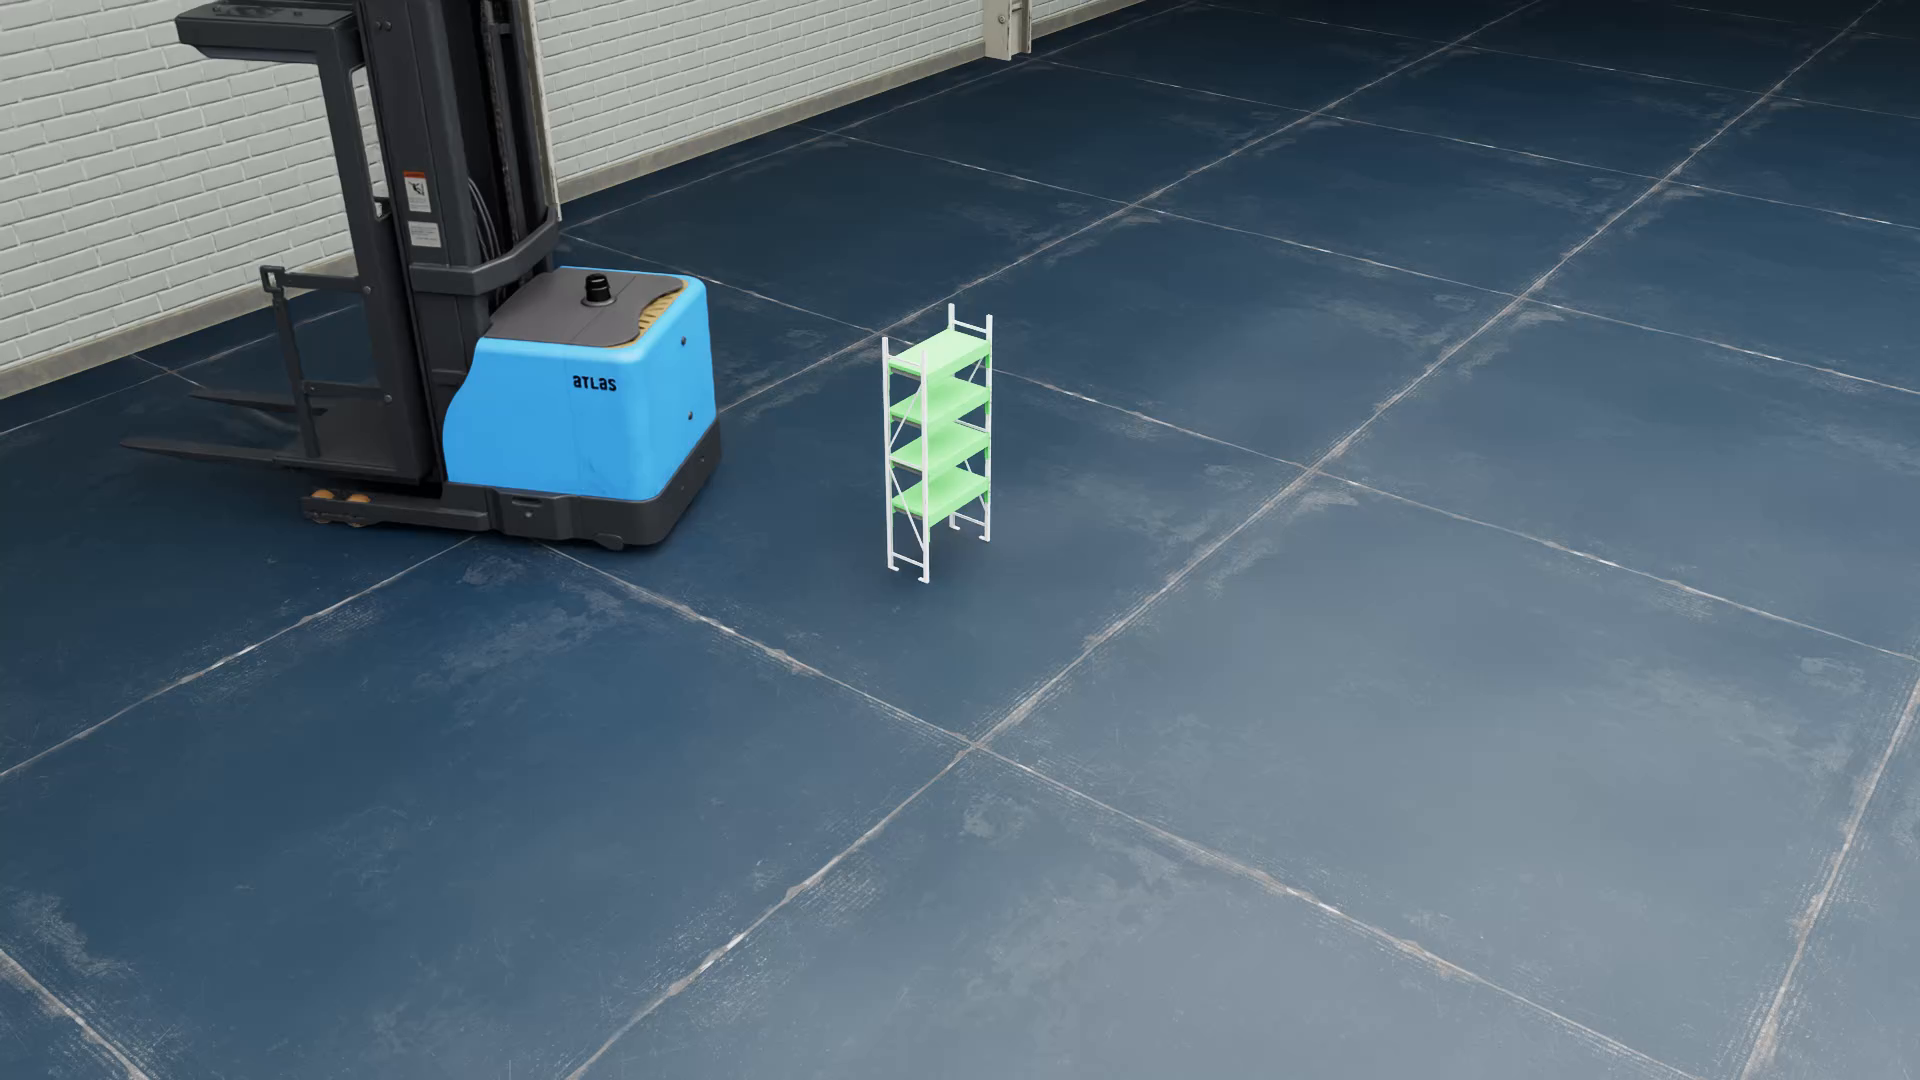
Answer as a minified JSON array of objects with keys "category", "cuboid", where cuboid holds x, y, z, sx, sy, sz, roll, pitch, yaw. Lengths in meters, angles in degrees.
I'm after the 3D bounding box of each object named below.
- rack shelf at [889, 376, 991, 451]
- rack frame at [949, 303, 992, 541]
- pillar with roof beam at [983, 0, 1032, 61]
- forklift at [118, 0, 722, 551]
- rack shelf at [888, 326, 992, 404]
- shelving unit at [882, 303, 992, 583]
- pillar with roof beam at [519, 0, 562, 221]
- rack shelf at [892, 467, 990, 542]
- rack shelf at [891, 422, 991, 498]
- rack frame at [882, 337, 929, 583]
[{"category":"rack shelf","cuboid":[-0.100,-0.600,7.741,0.258,0.148,0.480,21,37,31]},{"category":"rack frame","cuboid":[0.047,-0.548,7.998,0.240,1.200,0.015,21,37,31]},{"category":"pillar with roof beam","cuboid":[3.893,-7.306,11.751,9.100,9.000,0.400,21,37,31]},{"category":"forklift","cuboid":[-2.837,-1.580,8.042,3.031,2.935,1.130,6,31,10]},{"category":"rack shelf","cuboid":[-0.100,-0.807,7.618,0.258,0.148,0.480,21,37,31]},{"category":"shelving unit","cuboid":[-0.100,-0.449,7.831,0.258,1.200,0.503,21,37,31]},{"category":"pillar with roof beam","cuboid":[0.271,-4.867,7.636,9.100,9.000,0.400,21,37,31]},{"category":"rack shelf","cuboid":[-0.100,-0.187,7.986,0.258,0.148,0.480,21,37,31]},{"category":"rack shelf","cuboid":[-0.100,-0.394,7.863,0.258,0.148,0.480,21,37,31]},{"category":"rack frame","cuboid":[-0.247,-0.350,7.663,0.240,1.200,0.015,21,37,31]}]
